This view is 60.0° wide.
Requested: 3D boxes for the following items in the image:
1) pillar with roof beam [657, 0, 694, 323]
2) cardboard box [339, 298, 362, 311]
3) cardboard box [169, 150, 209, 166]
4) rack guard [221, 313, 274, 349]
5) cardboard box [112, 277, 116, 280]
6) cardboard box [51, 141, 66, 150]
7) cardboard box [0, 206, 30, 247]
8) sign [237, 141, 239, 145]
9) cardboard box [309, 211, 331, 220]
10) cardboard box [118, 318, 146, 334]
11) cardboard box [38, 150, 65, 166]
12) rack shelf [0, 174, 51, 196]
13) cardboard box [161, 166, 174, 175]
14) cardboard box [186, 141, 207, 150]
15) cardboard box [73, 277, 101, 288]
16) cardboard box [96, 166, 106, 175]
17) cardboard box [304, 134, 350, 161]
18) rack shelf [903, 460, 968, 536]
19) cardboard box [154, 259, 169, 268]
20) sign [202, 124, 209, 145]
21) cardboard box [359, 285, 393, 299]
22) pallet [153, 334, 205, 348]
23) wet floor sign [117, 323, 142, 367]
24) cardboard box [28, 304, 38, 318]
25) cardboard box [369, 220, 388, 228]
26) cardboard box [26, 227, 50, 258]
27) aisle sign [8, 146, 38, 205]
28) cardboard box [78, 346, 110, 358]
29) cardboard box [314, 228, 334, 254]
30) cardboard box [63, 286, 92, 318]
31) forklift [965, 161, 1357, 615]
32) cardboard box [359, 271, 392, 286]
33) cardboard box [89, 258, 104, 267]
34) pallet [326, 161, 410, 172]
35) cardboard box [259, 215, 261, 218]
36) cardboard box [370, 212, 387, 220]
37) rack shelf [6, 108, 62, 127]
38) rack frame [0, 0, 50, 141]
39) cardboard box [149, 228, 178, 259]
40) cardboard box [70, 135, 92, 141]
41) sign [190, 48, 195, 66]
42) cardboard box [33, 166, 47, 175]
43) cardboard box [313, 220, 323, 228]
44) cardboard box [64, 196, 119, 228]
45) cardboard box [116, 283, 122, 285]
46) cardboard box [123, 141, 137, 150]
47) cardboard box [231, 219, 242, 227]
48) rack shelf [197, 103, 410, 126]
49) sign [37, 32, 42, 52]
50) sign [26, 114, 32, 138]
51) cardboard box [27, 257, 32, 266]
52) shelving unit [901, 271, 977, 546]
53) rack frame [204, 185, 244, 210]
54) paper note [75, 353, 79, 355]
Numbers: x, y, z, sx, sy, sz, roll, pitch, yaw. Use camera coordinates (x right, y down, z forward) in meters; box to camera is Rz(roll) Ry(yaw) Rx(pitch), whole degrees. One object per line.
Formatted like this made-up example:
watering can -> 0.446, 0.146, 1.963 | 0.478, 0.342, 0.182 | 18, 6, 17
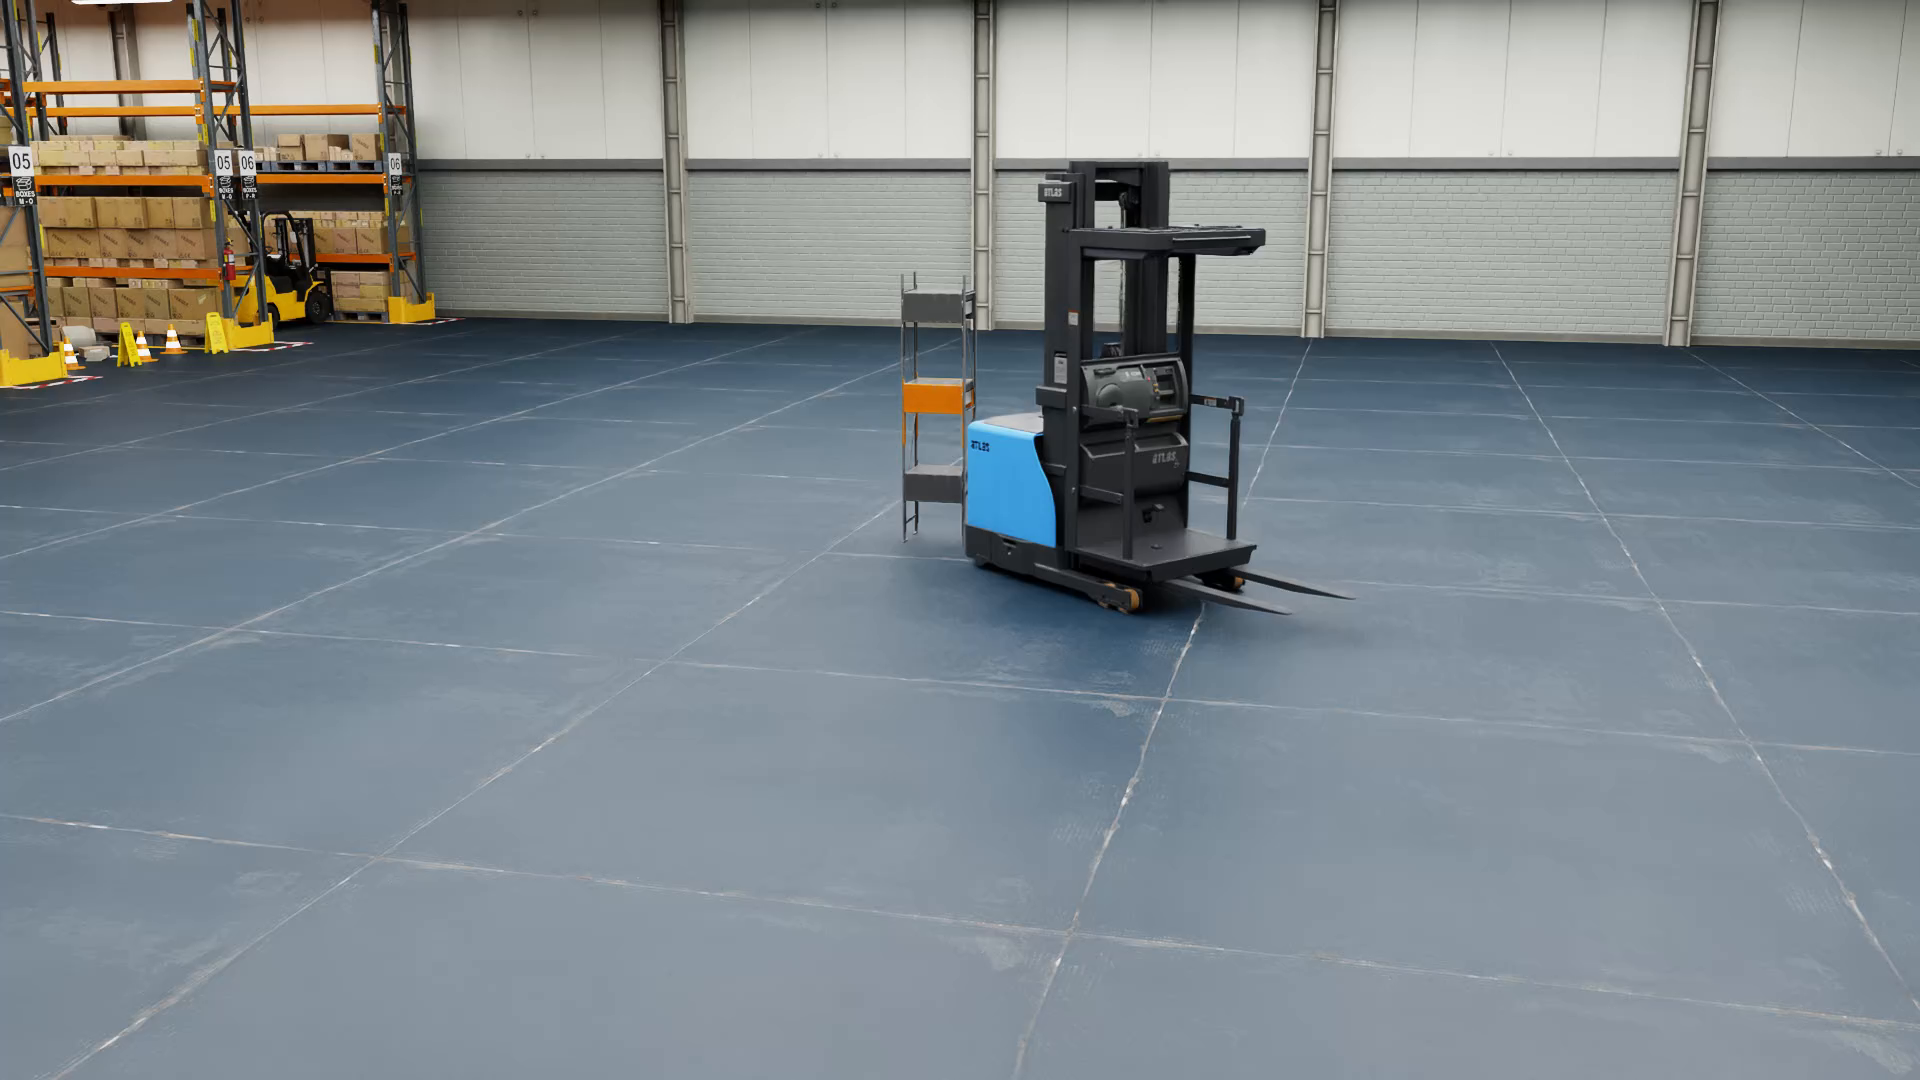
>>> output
pillar with roof beam -> -6.432, -7.710, 27.210 | 0.400, 9.000, 9.100 | 3, 13, 14
cardboard box -> -11.778, -4.621, 32.514 | 0.500, 0.250, 0.500 | 3, 13, 14
cardboard box -> -12.513, -6.235, 27.144 | 0.500, 0.250, 0.500 | 3, 13, 13
rack guard -> -12.025, -3.512, 27.909 | 0.348, 0.500, 1.175 | 3, 13, 14
cardboard box -> -17.294, -5.166, 34.105 | 0.625, 0.625, 0.875 | 3, 13, 15
cardboard box -> -14.845, -6.540, 27.599 | 0.250, 0.149, 0.380 | 3, 13, 13
cardboard box -> -13.390, -4.310, 22.895 | 0.550, 0.550, 0.875 | 3, 13, 14
sign -> -14.518, -7.852, 33.399 | 0.005, 0.325, 0.100 | 3, 13, 14
cardboard box -> -12.427, -6.303, 32.300 | 0.250, 0.149, 0.380 | 3, 13, 15
cardboard box -> -13.811, -3.631, 28.053 | 0.500, 0.250, 0.500 | 3, 13, 12
cardboard box -> -14.970, -6.367, 27.741 | 0.500, 0.250, 0.500 | 3, 13, 13
rack shelf -> -17.776, -6.153, 28.777 | 4.000, 0.370, 1.077 | 3, 13, 14
cardboard box -> -12.864, -6.057, 27.263 | 0.250, 0.149, 0.380 | 3, 13, 15
cardboard box -> -12.350, -6.415, 27.036 | 0.250, 0.149, 0.380 | 3, 13, 14
cardboard box -> -14.720, -4.349, 28.058 | 0.250, 0.149, 0.380 | 4, 13, 16
cardboard box -> -14.091, -6.130, 27.591 | 0.250, 0.149, 0.380 | 3, 13, 14
cardboard box -> -12.224, -7.585, 32.141 | 0.500, 0.500, 0.700 | 3, 13, 14
rack shelf -> -0.161, -0.337, 13.200 | 0.480, 0.518, 0.431 | 3, 13, 14
cardboard box -> -13.139, -4.595, 27.598 | 0.250, 0.149, 0.380 | 3, 13, 15
sign -> -12.104, -6.509, 26.678 | 0.005, 0.325, 0.100 | 3, 13, 14
cardboard box -> -11.313, -4.839, 32.342 | 0.500, 0.250, 0.500 | 3, 13, 13
pallet -> -12.805, -3.421, 28.164 | 1.213, 0.211, 1.003 | 3, 13, 14
wet floor sign -> -12.537, -2.948, 25.030 | 0.232, 0.644, 0.267 | 1, 13, 4
cardboard box -> -16.345, -3.885, 28.916 | 0.625, 0.372, 0.950 | 3, 13, 14
cardboard box -> -11.169, -6.097, 32.061 | 0.250, 0.149, 0.380 | 3, 13, 14
cardboard box -> -15.474, -5.049, 28.146 | 0.500, 0.500, 0.500 | 3, 13, 13
aisle sign -> -12.898, -5.011, 22.891 | 0.004, 0.787, 0.394 | 3, 13, 14
cardboard box -> -13.707, -2.980, 26.321 | 0.250, 0.149, 0.380 | 12, 17, 43
cardboard box -> -12.305, -5.847, 32.431 | 0.500, 0.500, 0.500 | 3, 13, 12
cardboard box -> -14.804, -4.052, 28.219 | 0.500, 0.500, 0.500 | 4, 13, 16
forklift -> 1.338, -1.065, 11.266 | 1.130, 2.935, 3.031 | -9, 16, -37
cardboard box -> -11.287, -5.081, 32.282 | 0.500, 0.250, 0.500 | 4, 13, 15
cardboard box -> -14.366, -4.661, 27.897 | 0.250, 0.149, 0.380 | 3, 13, 14
pallet -> -11.446, -7.236, 32.201 | 1.213, 0.211, 1.003 | 3, 13, 14
cardboard box -> -13.660, -6.371, 32.608 | 0.250, 0.149, 0.380 | 3, 13, 15
cardboard box -> -11.164, -6.257, 32.097 | 0.250, 0.149, 0.380 | 3, 13, 14
rack shelf -> -20.474, -8.674, 34.137 | 4.000, 0.370, 1.077 | 3, 13, 14
rack frame -> -15.835, -7.865, 27.906 | 0.127, 3.000, 1.000 | 3, 13, 14
cardboard box -> -13.029, -4.920, 27.565 | 0.500, 0.500, 0.500 | 3, 13, 14
cardboard box -> -17.374, -7.861, 33.382 | 0.500, 0.500, 0.700 | 3, 13, 12
sign -> -14.767, -9.289, 31.985 | 0.005, 0.325, 0.100 | 3, 13, 14
cardboard box -> -15.351, -6.184, 27.836 | 0.250, 0.149, 0.380 | 3, 13, 14
cardboard box -> -12.421, -6.158, 32.337 | 0.250, 0.149, 0.380 | 3, 13, 14
cardboard box -> -14.488, -5.487, 27.813 | 0.500, 0.500, 0.700 | 3, 13, 12
cardboard box -> -14.702, -4.164, 28.726 | 0.500, 0.500, 0.500 | 3, 13, 15
cardboard box -> -13.561, -6.503, 27.433 | 0.250, 0.149, 0.380 | 3, 13, 12
cardboard box -> -14.151, -6.260, 32.798 | 0.250, 0.149, 0.380 | 3, 13, 15
rack shelf -> -12.707, -8.258, 32.265 | 4.000, 0.370, 1.077 | 3, 13, 14
sign -> -15.687, -8.473, 28.307 | 0.005, 0.325, 0.100 | 3, 13, 14
sign -> -12.900, -5.728, 23.002 | 0.005, 0.325, 0.100 | 3, 13, 14
cardboard box -> -15.606, -4.730, 28.206 | 0.250, 0.149, 0.380 | 3, 13, 13
shelving unit -> -0.161, -1.034, 13.045 | 0.503, 2.100, 0.431 | 3, 13, 14
rack frame -> -14.649, -5.980, 33.262 | 0.127, 3.000, 1.000 | 3, 13, 14
paper note -> -14.135, -2.979, 26.619 | 0.142, 0.019, 0.148 | 8, 15, 33
